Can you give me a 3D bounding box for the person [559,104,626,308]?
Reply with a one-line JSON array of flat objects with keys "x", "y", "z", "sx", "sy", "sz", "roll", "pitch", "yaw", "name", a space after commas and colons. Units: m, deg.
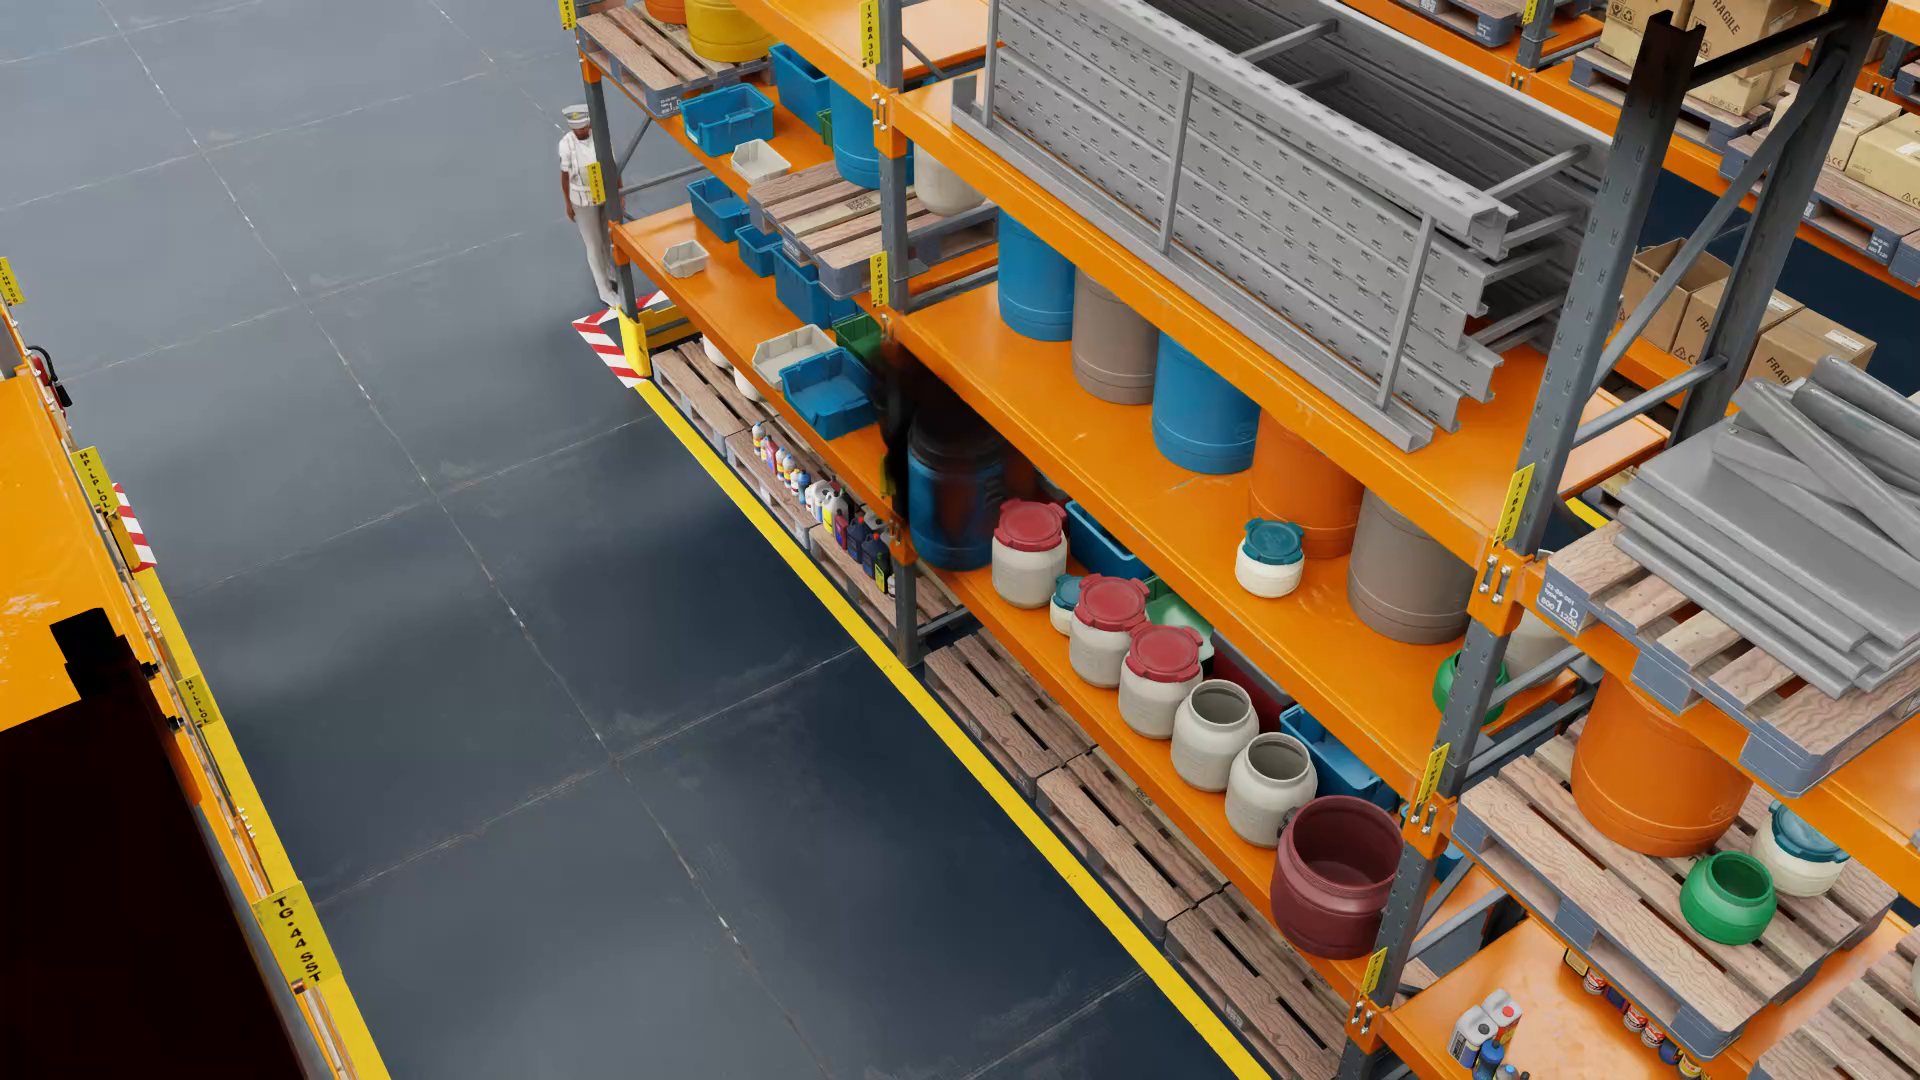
[{"x": -2.895, "y": -2.728, "z": 13.494, "sx": 0.452, "sy": 1.672, "sz": 0.646, "roll": -32, "pitch": 51, "yaw": -30, "name": "person"}]
